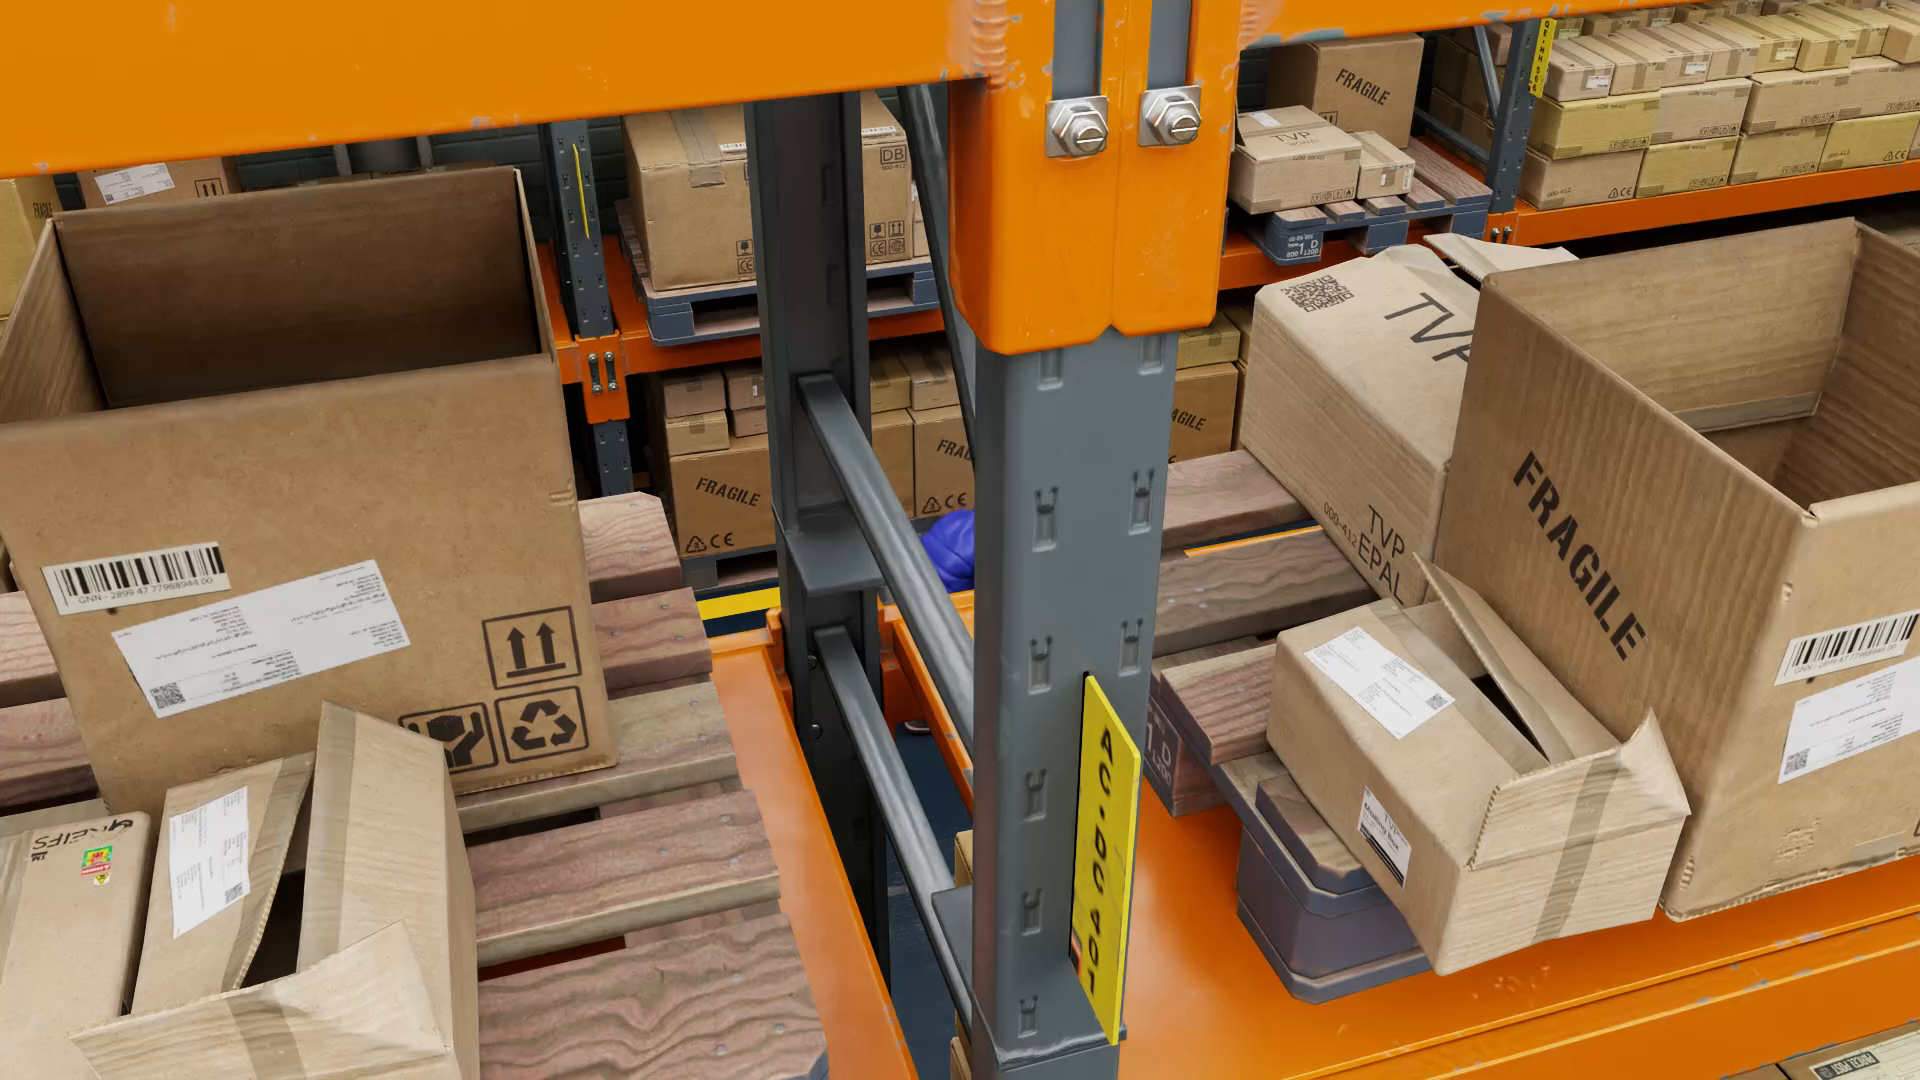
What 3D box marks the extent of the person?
[{"bbox_3d":[0.019,0.251,6.445,0.831,0.918,0.492,-10,35,-15],"label":"person"}]
